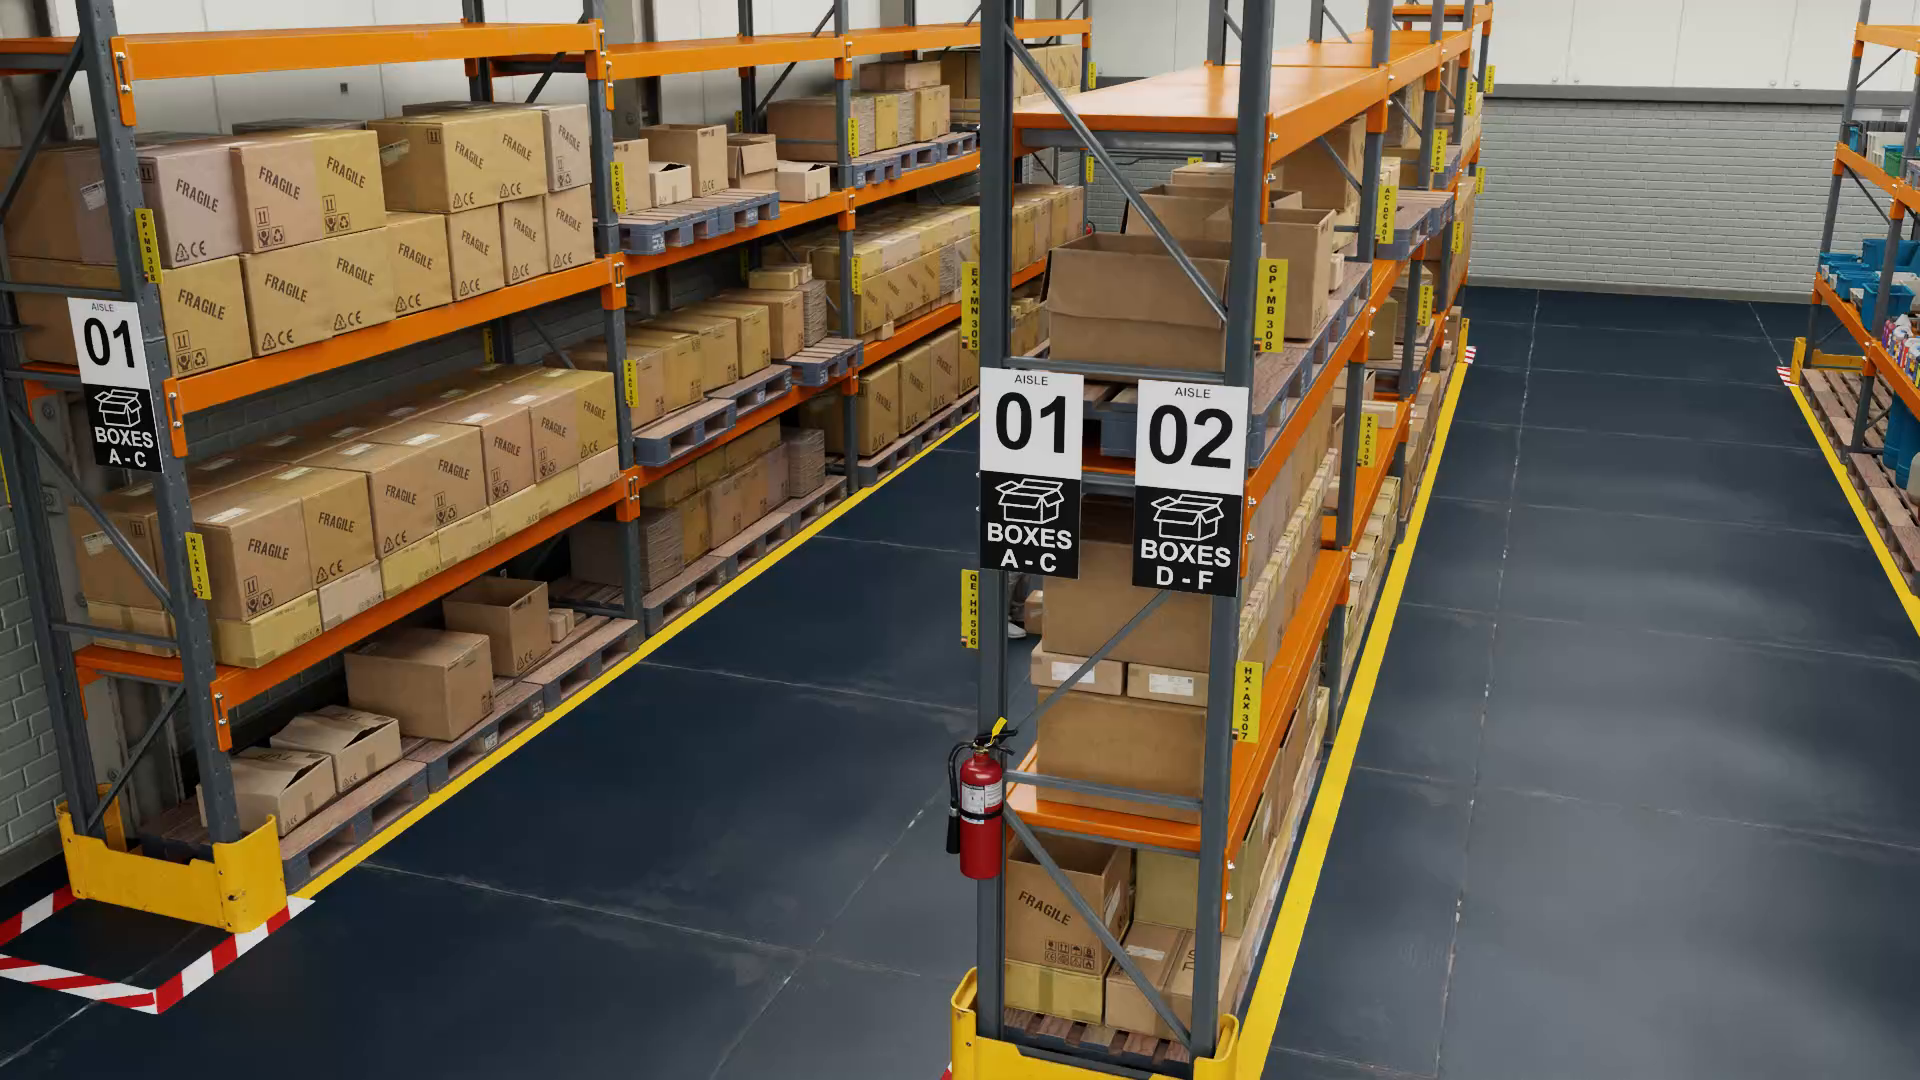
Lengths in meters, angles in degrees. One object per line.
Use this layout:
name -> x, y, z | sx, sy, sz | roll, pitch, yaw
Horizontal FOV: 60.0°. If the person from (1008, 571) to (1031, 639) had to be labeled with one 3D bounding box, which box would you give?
person -> 0.391, -0.210, 12.142 | 0.466, 1.773, 0.592 | 5, 19, 16
